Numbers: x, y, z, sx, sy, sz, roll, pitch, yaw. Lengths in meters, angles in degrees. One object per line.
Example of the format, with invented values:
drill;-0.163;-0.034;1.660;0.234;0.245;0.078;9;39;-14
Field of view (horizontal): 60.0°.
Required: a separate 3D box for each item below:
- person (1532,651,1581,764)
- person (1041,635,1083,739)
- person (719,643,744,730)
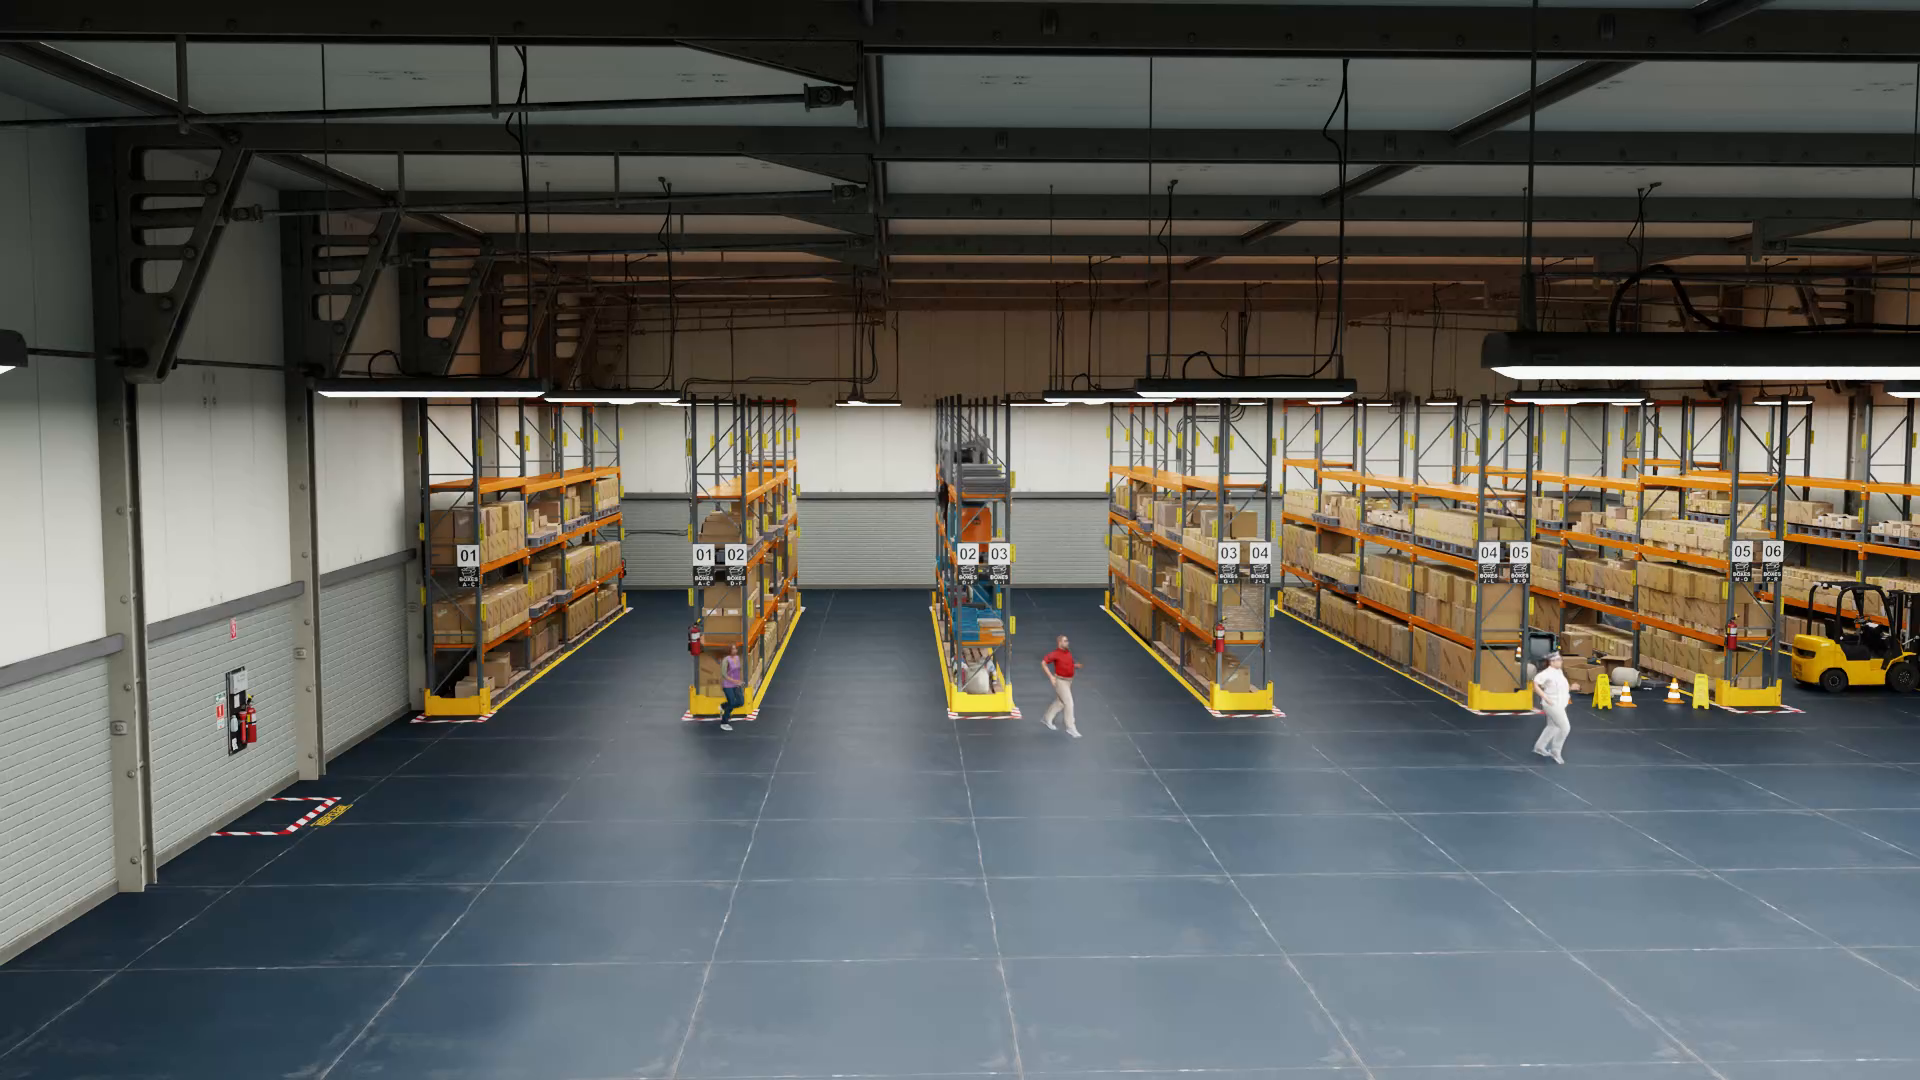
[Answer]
person;9.686;2.723;27.032;0.725;1.844;0.633;3;6;36
person;1.800;2.556;29.190;0.869;1.772;0.649;2;5;29
person;-4.072;2.616;29.733;0.606;1.561;0.574;3;5;32
